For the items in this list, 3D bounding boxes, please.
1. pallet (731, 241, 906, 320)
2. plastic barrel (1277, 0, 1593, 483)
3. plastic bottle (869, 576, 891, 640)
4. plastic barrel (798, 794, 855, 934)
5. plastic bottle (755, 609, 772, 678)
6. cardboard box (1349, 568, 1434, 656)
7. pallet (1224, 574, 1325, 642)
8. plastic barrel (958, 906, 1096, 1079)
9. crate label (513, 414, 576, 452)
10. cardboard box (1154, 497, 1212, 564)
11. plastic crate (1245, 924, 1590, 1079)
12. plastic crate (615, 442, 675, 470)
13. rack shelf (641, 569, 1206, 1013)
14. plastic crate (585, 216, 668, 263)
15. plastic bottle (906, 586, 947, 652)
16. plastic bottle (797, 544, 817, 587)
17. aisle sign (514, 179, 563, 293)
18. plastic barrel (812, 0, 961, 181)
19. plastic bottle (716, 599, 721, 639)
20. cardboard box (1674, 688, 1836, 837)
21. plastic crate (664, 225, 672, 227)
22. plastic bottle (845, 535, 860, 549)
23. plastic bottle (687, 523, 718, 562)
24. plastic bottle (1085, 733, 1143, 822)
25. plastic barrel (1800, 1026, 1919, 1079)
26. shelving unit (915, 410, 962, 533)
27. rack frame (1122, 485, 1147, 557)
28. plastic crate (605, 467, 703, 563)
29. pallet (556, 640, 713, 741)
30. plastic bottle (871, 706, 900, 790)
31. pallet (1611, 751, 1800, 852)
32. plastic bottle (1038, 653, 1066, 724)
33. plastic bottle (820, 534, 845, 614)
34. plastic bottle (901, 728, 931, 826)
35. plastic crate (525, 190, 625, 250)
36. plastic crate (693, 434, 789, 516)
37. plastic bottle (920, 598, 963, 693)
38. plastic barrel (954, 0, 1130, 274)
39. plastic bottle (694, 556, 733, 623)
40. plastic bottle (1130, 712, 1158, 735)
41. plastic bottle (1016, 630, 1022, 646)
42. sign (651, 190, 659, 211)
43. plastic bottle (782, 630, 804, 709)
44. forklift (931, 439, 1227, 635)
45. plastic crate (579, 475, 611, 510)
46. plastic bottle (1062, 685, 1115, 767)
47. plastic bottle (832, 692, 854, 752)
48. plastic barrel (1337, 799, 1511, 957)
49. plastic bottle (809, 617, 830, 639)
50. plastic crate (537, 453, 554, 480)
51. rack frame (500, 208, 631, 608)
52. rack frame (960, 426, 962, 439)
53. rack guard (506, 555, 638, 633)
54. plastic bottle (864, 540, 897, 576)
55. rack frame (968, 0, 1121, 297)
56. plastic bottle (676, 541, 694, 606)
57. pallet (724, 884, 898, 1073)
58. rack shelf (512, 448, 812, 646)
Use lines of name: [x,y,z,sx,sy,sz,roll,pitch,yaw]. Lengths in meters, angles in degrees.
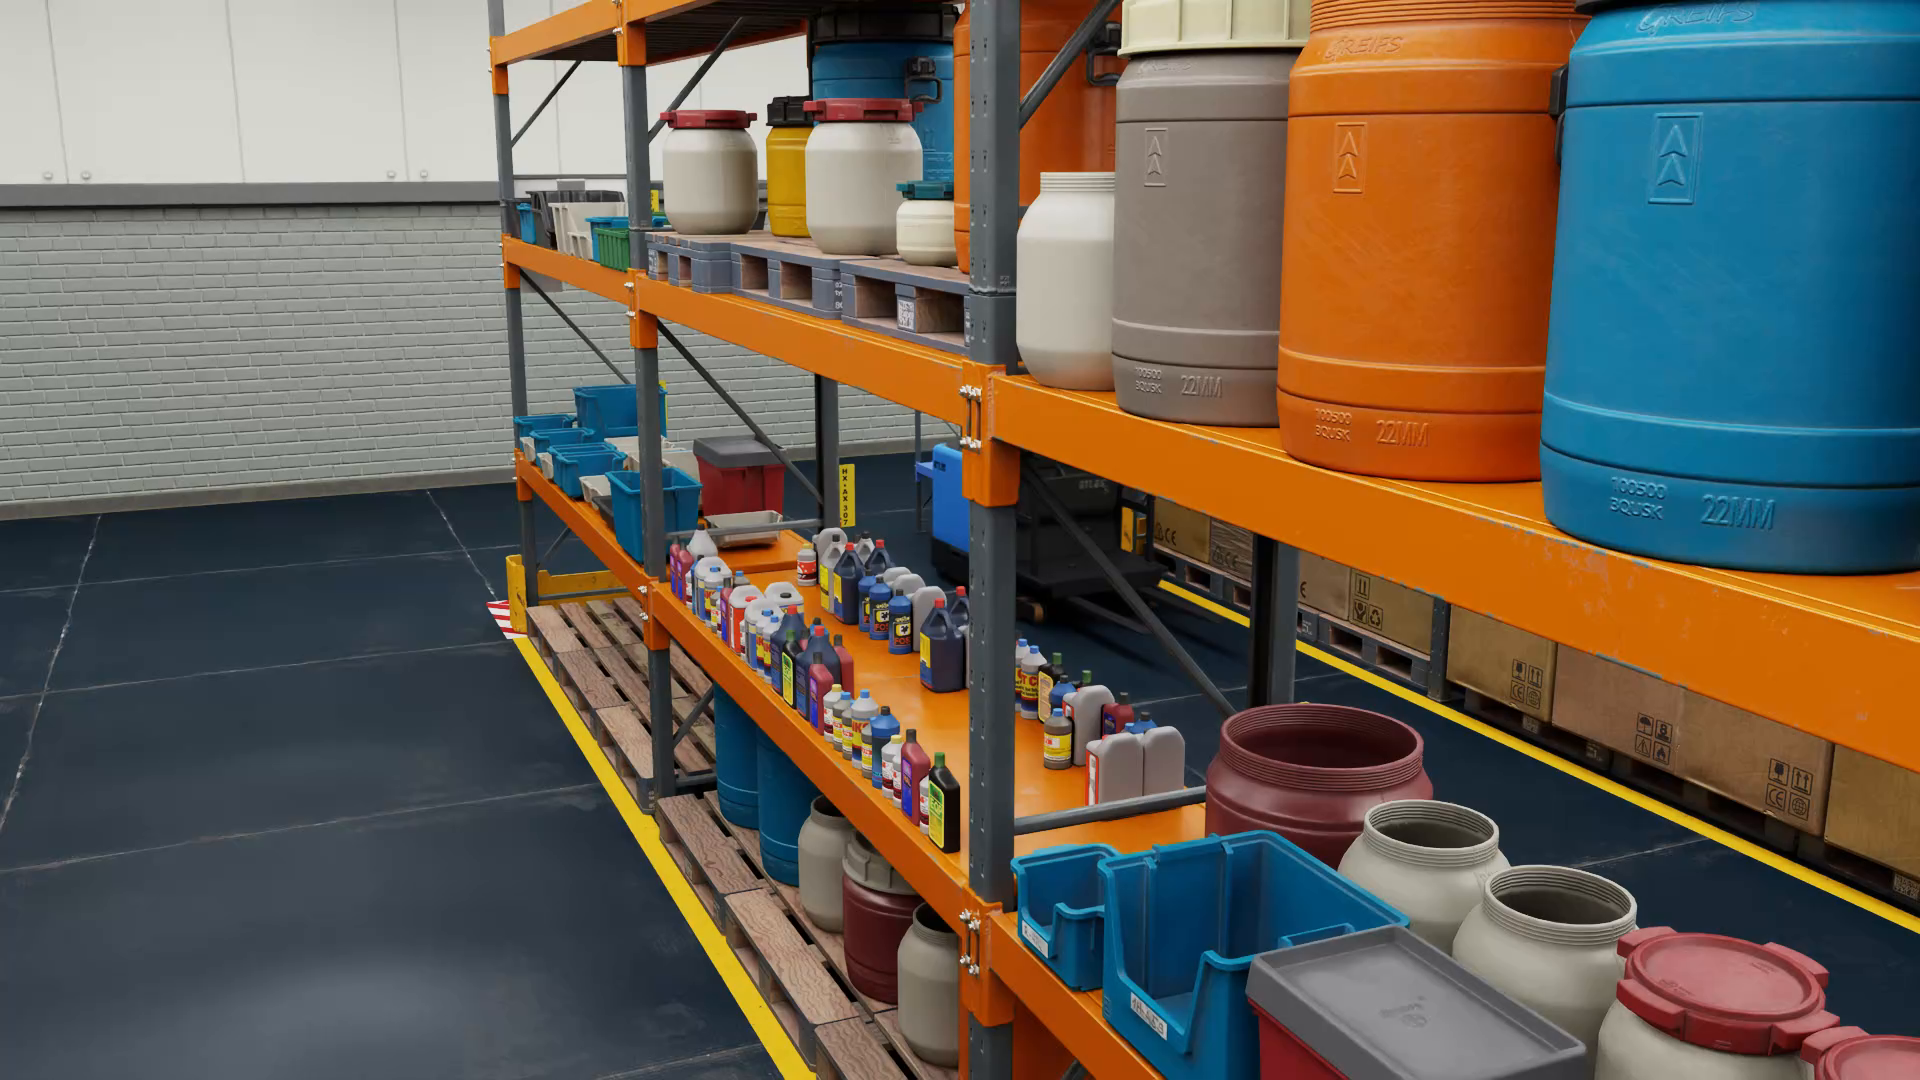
pallet: [-0.236,-1.026,6.419,1.003,0.211,1.213,-6,14,-23]
plastic barrel: [0.898,-0.564,3.050,0.600,0.830,0.708,-6,14,-23]
plastic bottle: [-0.347,0.293,7.236,0.097,0.271,0.097,0,13,0]
plastic barrel: [-0.466,1.348,6.979,0.421,0.512,0.421,0,13,0]
plastic bottle: [-0.775,0.414,6.714,0.097,0.271,0.097,0,13,0]
cardboard box: [3.251,0.195,11.154,0.875,0.875,0.875,-6,14,-23]
pallet: [2.716,0.450,12.456,1.003,0.211,1.213,-6,14,-23]
plastic barrel: [0.294,1.535,5.465,0.600,0.830,0.708,-6,14,-23]
crate label: [-2.902,-0.738,11.643,0.416,0.233,0.303,-6,14,-23]
cardboard box: [2.169,-0.362,13.564,0.875,0.875,0.875,-6,14,-23]
plastic crate: [0.873,1.112,3.269,0.402,0.464,0.583,-6,14,-23]
plastic crate: [-2.103,-0.558,11.081,0.396,0.136,0.243,-6,14,-23]
rack shelf: [-0.295,0.719,6.704,1.077,0.370,4.000,-6,14,-23]
plastic crate: [-1.754,-1.583,8.777,0.416,0.233,0.300,-6,14,-23]
plastic bottle: [-0.147,0.324,7.094,0.152,0.276,0.135,-6,14,-23]
plastic bottle: [-0.749,0.120,8.140,0.097,0.201,0.097,0,13,0]
aisle sign: [-3.000,-2.125,11.635,0.394,0.787,0.004,-6,14,-23]
plastic barrel: [-0.273,-1.616,6.503,0.600,0.901,0.708,-6,14,-23]
plastic bottle: [-1.014,0.325,7.255,0.097,0.201,0.097,0,13,0]
cardboard box: [4.437,0.836,8.386,1.225,0.875,0.875,-6,14,-23]
plastic crate: [-1.644,-1.799,9.923,0.437,0.136,0.530,-6,14,-23]
plastic bottle: [-0.508,0.108,8.007,0.061,0.283,0.133,-6,14,-23]
plastic bottle: [-1.236,0.090,7.937,0.144,0.351,0.185,-6,14,-23]
plastic bottle: [0.489,0.738,5.305,0.152,0.276,0.135,-6,14,-23]
plastic barrel: [1.632,1.173,2.847,0.433,0.535,0.433,0,13,0]
shelving unit: [0.034,-0.713,14.625,0.538,1.500,1.048,-6,14,-23]
rack frame: [1.839,-1.318,13.912,1.000,3.000,0.127,-6,14,-23]
plastic crate: [-1.596,-0.131,8.687,0.392,0.384,0.575,-6,14,-23]
pallet: [-1.919,0.913,10.455,1.003,0.211,1.213,-6,14,-23]
plastic bottle: [-0.247,0.686,5.537,0.097,0.271,0.097,0,13,0]
pallet: [4.312,1.272,8.906,1.003,0.211,1.213,-6,14,-23]
plastic bottle: [0.339,0.545,6.120,0.061,0.283,0.133,-6,14,-23]
plastic bottle: [-0.561,0.153,7.665,0.144,0.351,0.185,-6,14,-23]
plastic bottle: [-0.140,0.746,5.252,0.061,0.283,0.133,-6,14,-23]
plastic crate: [-2.339,-1.961,10.177,0.504,0.338,0.767,-6,14,-23]
plastic crate: [-1.224,-0.312,9.290,0.402,0.464,0.583,-6,14,-23]
plastic bottle: [-0.073,0.409,6.559,0.144,0.351,0.185,-6,14,-23]
plastic barrel: [0.281,-1.211,4.912,0.600,0.830,0.708,-6,14,-23]
plastic bottle: [-1.114,0.222,7.534,0.152,0.276,0.135,-6,14,-23]
plastic bottle: [0.607,0.700,5.479,0.097,0.271,0.097,0,13,0]
plastic bottle: [0.208,0.478,6.413,0.061,0.283,0.133,-6,14,-23]
sign: [-2.201,-2.334,11.882,0.100,0.325,0.005,-6,14,-23]
plastic bottle: [-0.633,0.492,6.350,0.061,0.283,0.133,-6,14,-23]
forklift: [0.868,-0.918,12.337,1.130,2.935,3.031,-6,14,-26]
plastic crate: [-2.070,-0.278,9.869,0.293,0.136,0.466,-6,14,-23]
plastic bottle: [0.443,0.628,5.777,0.152,0.276,0.135,-6,14,-23]
plastic bottle: [-0.403,0.640,5.893,0.097,0.201,0.097,0,13,0]
plastic barrel: [1.114,0.921,3.990,0.421,0.512,0.421,0,13,0]
plastic bottle: [-0.565,0.441,6.596,0.097,0.271,0.097,0,13,0]
plastic crate: [-2.577,-0.477,10.729,0.250,0.136,0.298,-6,14,-23]
rack frame: [-2.699,-0.871,11.979,1.000,3.000,0.127,-6,14,-23]
rack frame: [0.238,-0.608,14.171,0.500,1.500,0.032,-6,14,-23]
rack guard: [-2.720,0.343,12.278,1.175,0.500,0.348,-6,14,-23]
plastic bottle: [-0.355,0.178,7.556,0.144,0.351,0.185,-6,14,-23]
rack frame: [0.506,-2.141,4.162,1.000,3.000,0.127,-6,14,-23]
plastic bottle: [-1.287,0.154,7.809,0.061,0.283,0.133,-6,14,-23]
pallet: [-0.333,1.730,6.927,1.003,0.211,1.213,-6,14,-23]
rack shelf: [-1.898,-0.107,10.275,1.077,0.370,4.000,-6,14,-23]
